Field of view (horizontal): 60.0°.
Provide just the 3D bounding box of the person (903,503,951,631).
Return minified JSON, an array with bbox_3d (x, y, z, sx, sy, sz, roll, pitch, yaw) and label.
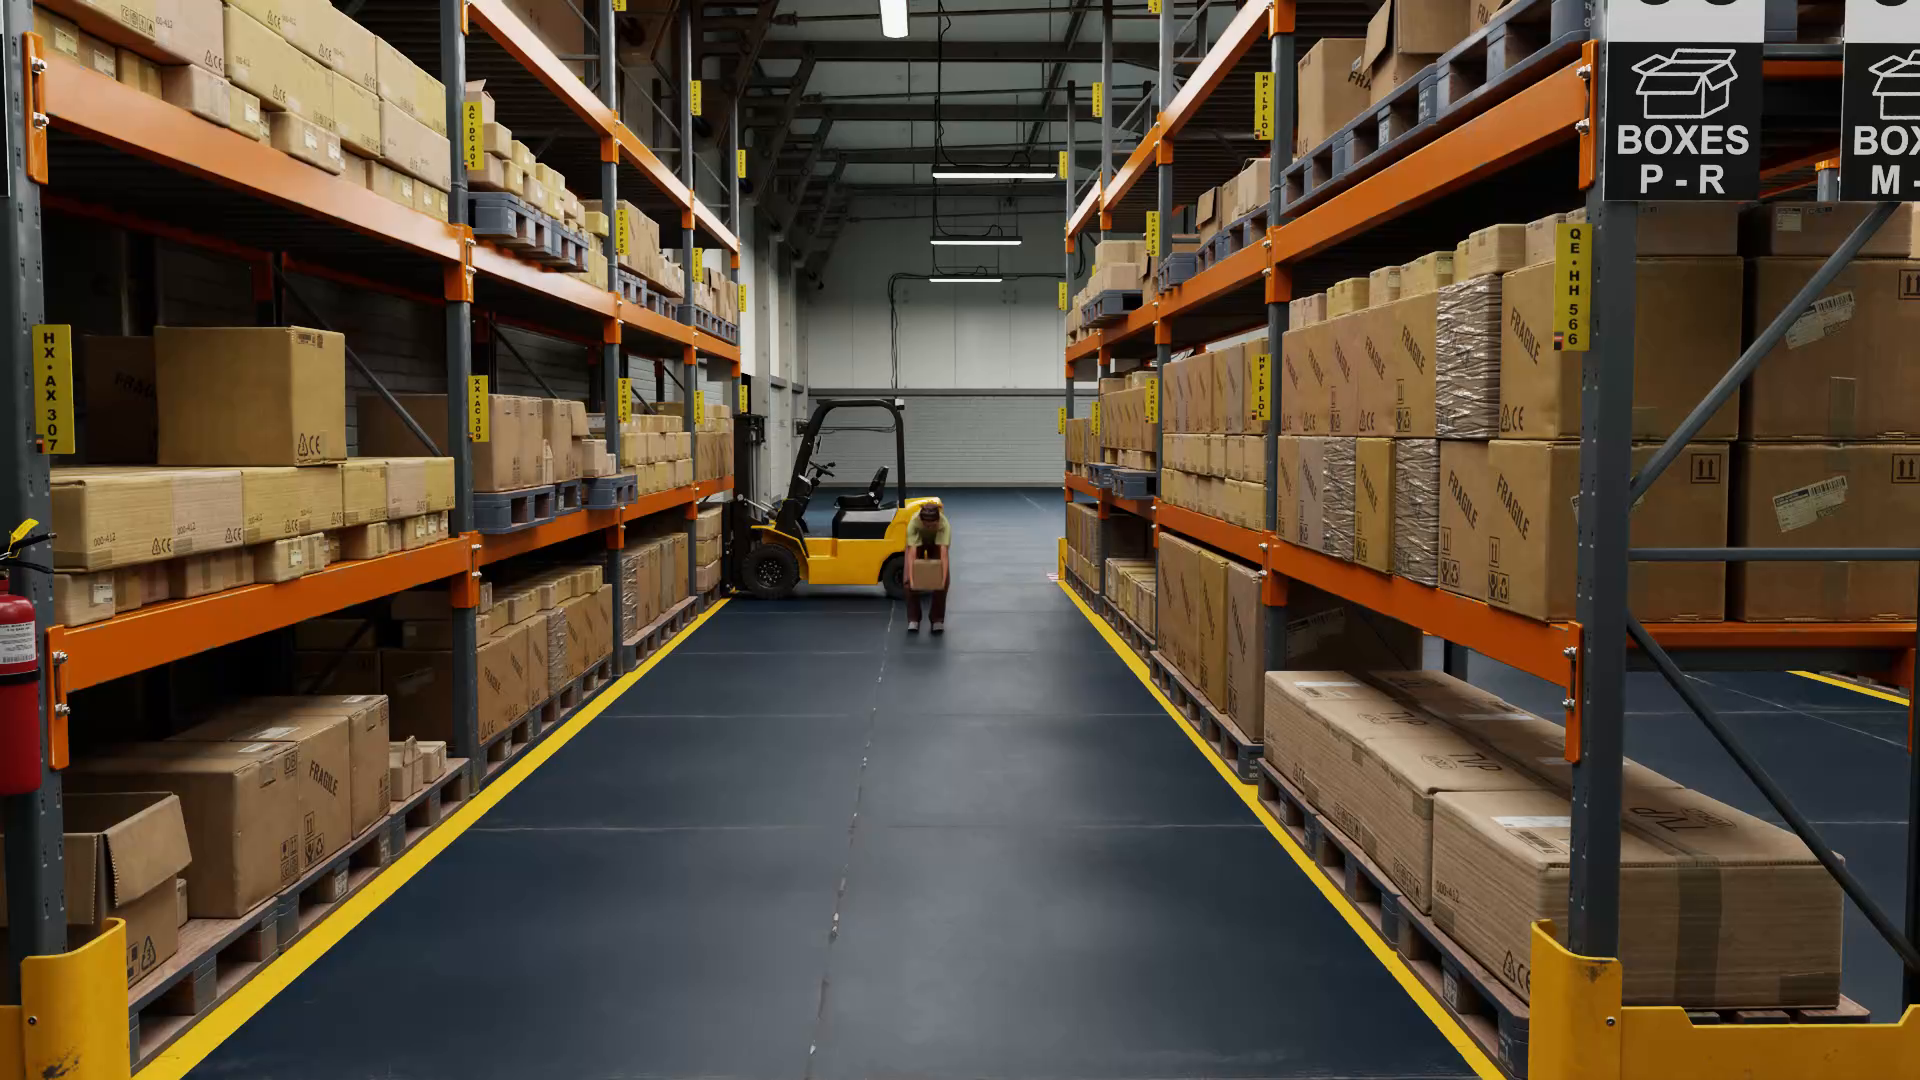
[{"bbox_3d":[-0.300,0.244,15.023,0.428,1.182,0.844,0,4,-4],"label":"person"}]
